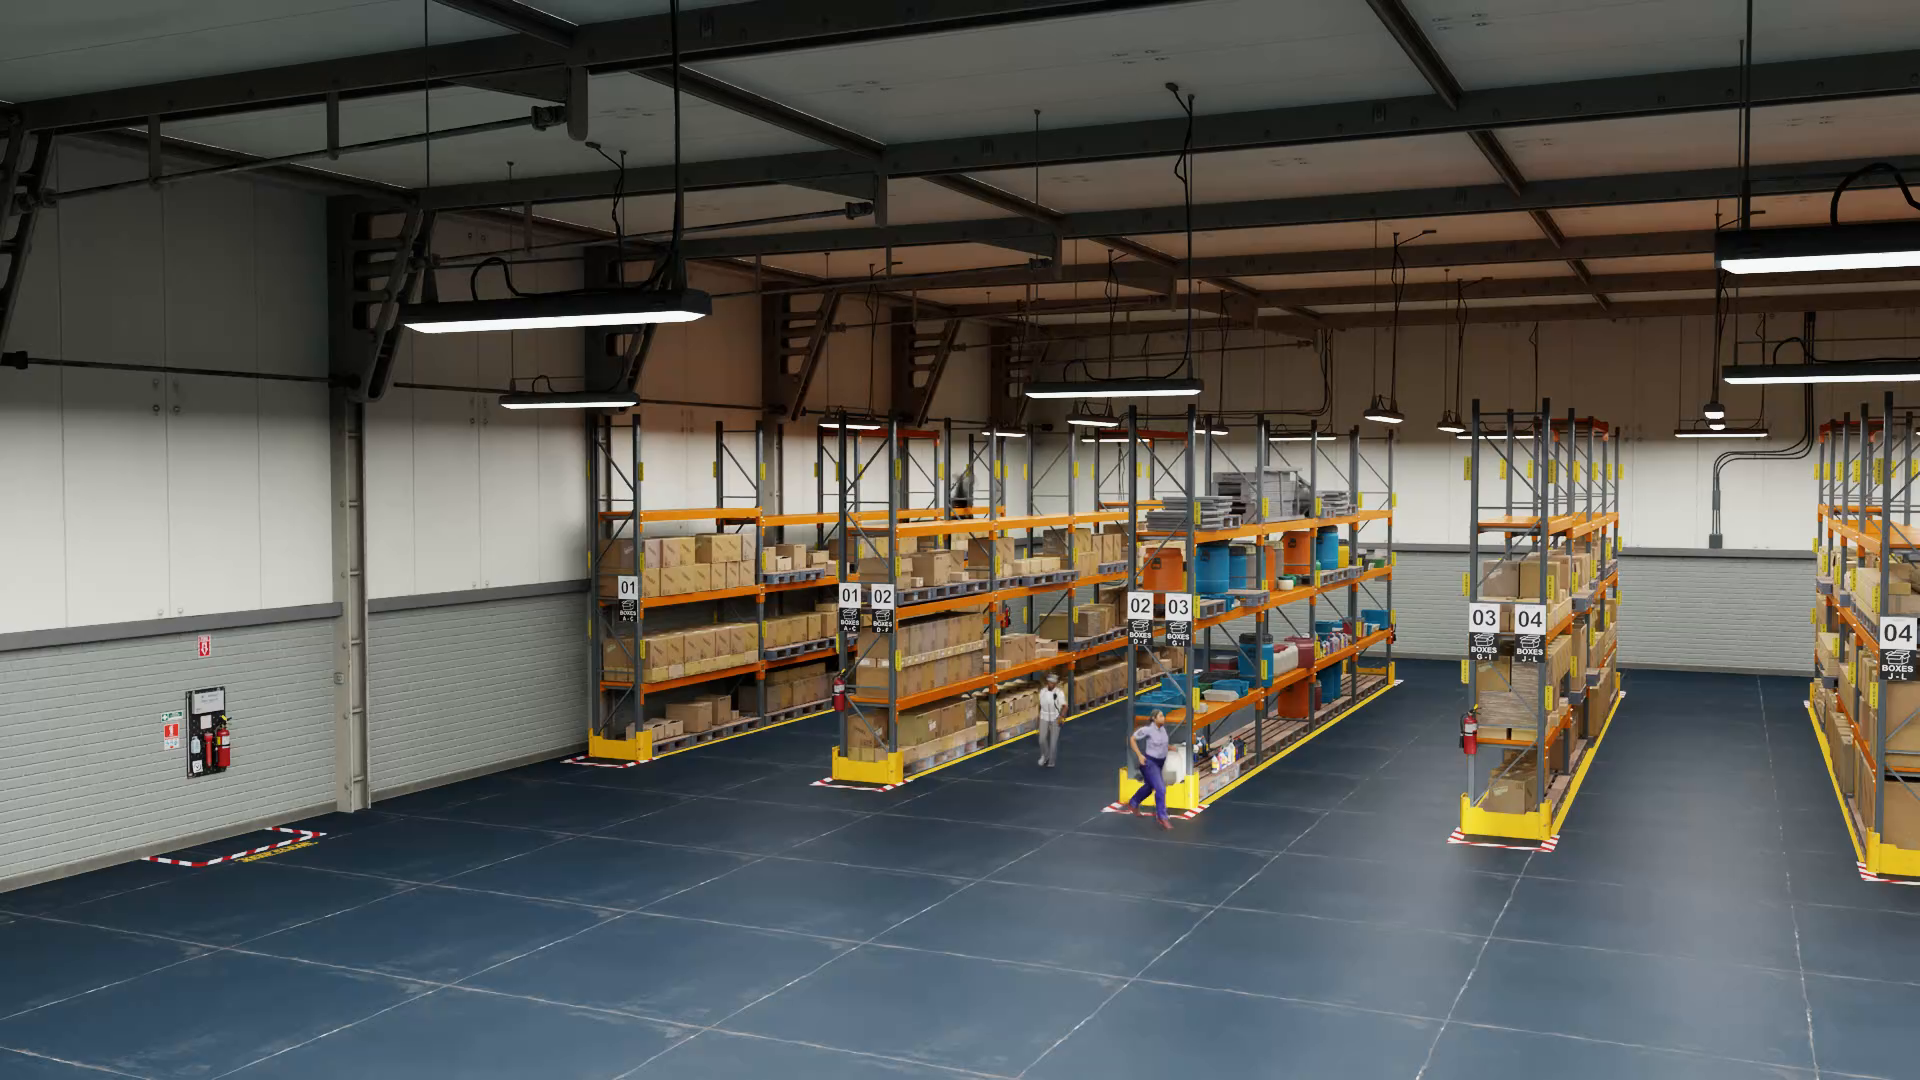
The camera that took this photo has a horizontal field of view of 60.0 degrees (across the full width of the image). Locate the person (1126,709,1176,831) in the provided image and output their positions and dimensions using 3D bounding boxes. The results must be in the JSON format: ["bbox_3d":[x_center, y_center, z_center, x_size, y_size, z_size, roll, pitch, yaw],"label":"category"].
[{"bbox_3d":[2.691,3.217,23.487,0.877,1.689,0.636,2,3,39],"label":"person"}]

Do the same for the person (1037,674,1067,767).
[{"bbox_3d":[1.526,3.036,27.885,0.572,1.608,0.761,0,2,12],"label":"person"}]
